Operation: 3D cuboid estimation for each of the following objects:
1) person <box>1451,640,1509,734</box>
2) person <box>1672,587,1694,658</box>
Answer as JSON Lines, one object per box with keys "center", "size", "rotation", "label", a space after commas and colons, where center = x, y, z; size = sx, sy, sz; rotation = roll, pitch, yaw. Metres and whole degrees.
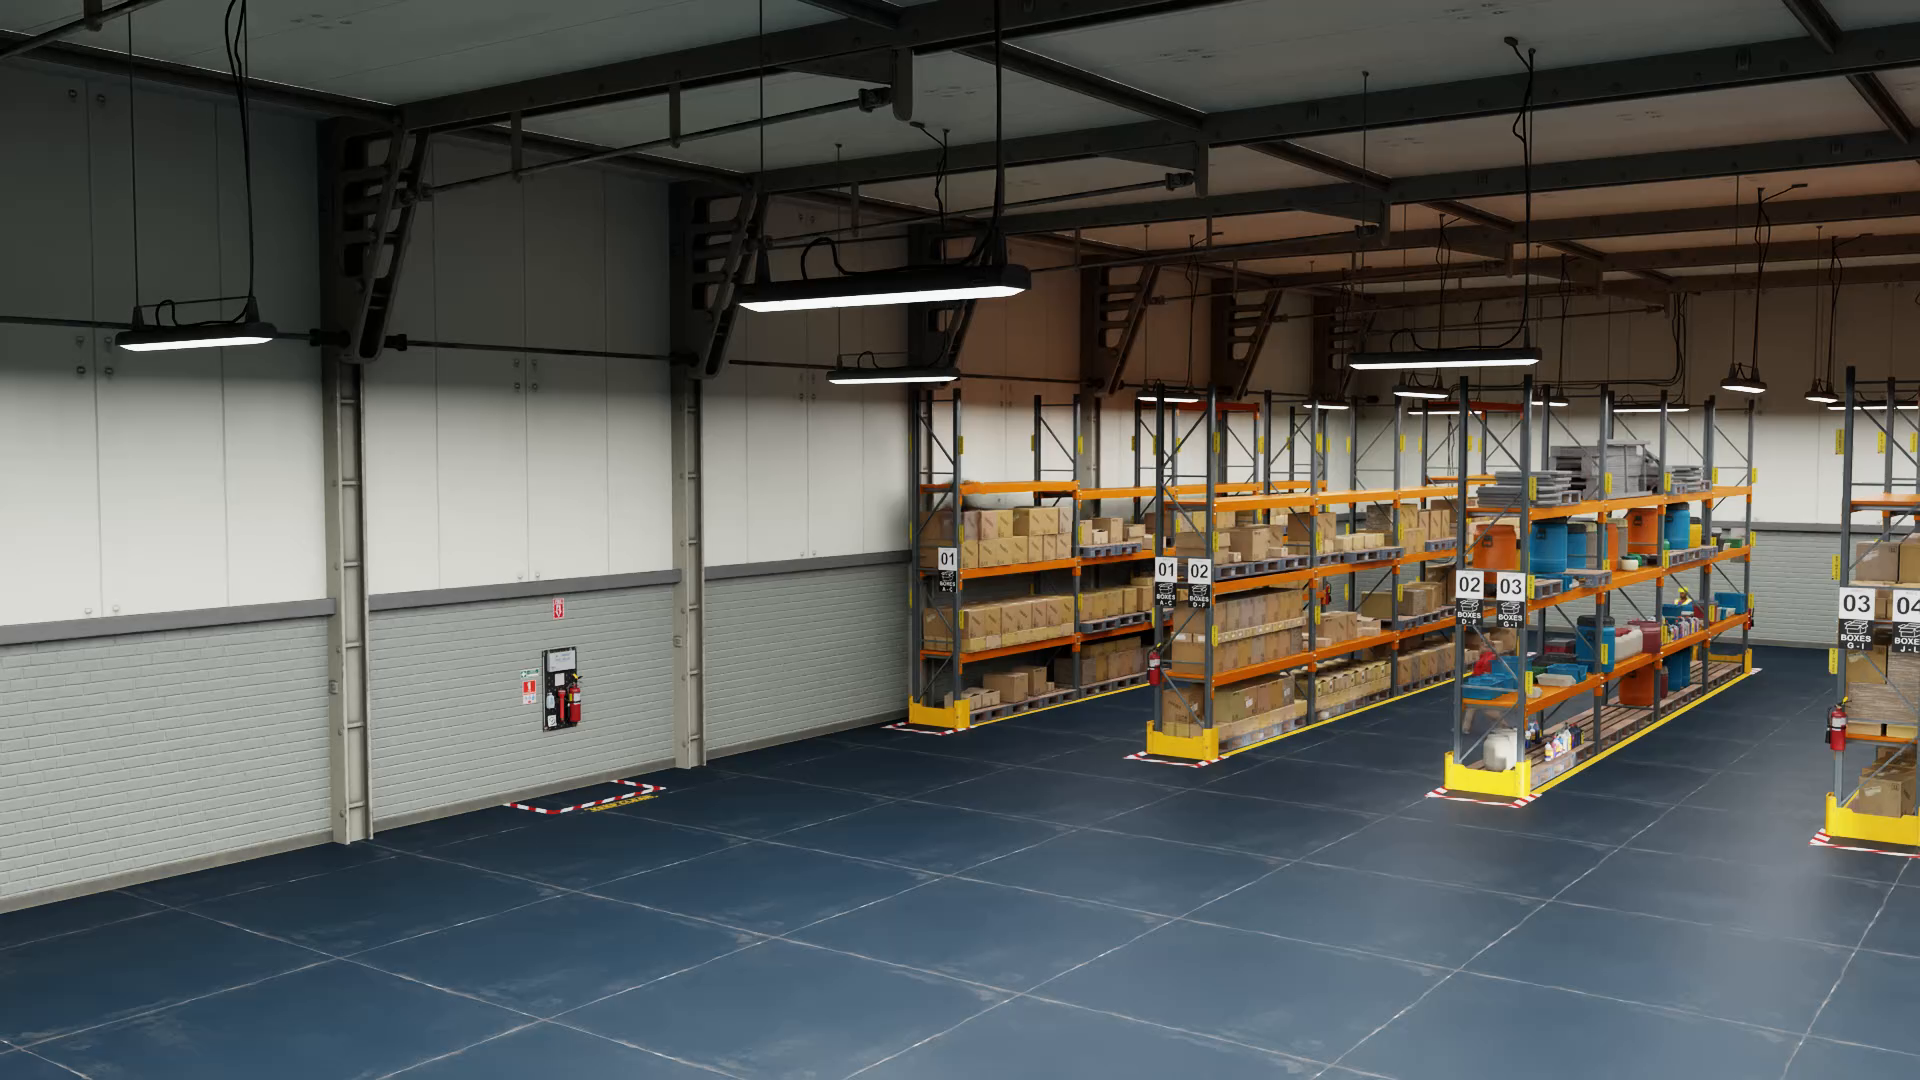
{"center": [8.962, 2.534, 28.505], "size": [0.951, 1.657, 0.570], "rotation": [0, 3, -6], "label": "person"}
{"center": [16.728, 1.948, 38.507], "size": [0.577, 1.732, 1.050], "rotation": [3, 4, 40], "label": "person"}
